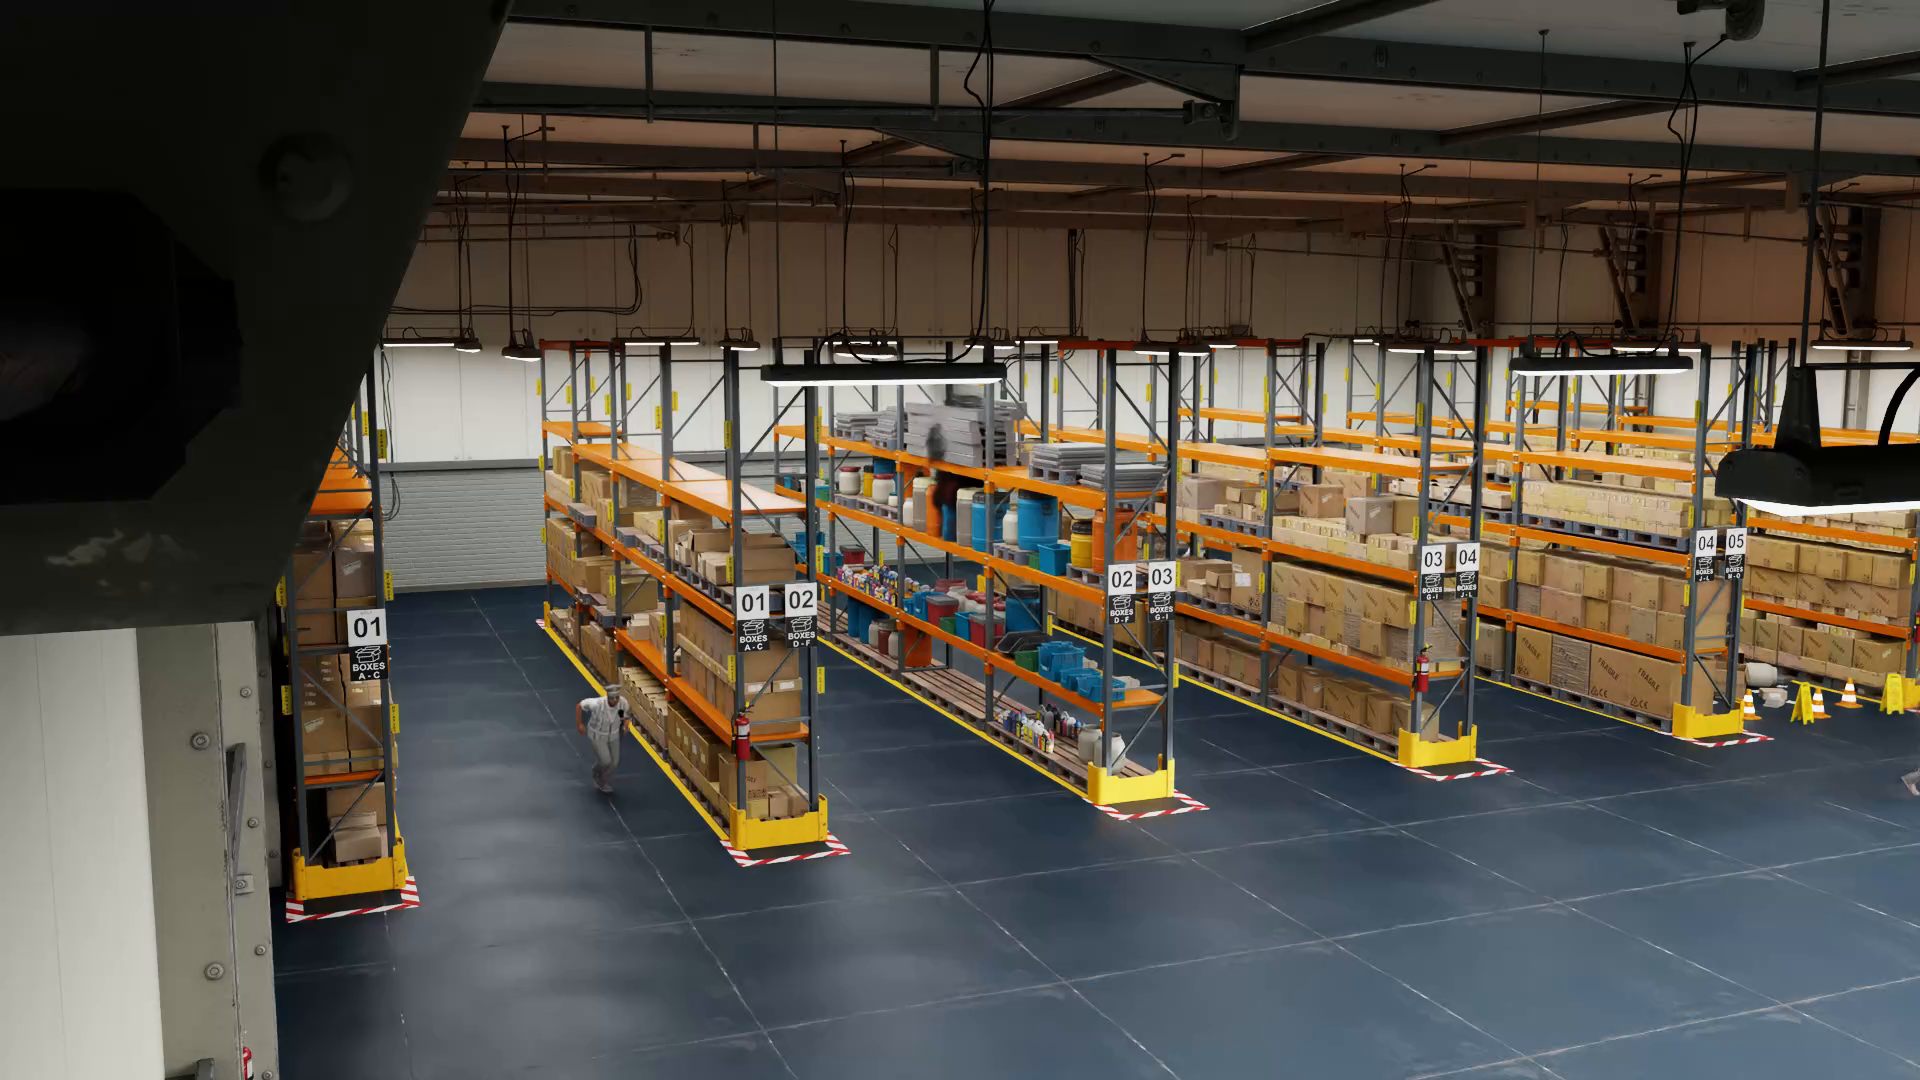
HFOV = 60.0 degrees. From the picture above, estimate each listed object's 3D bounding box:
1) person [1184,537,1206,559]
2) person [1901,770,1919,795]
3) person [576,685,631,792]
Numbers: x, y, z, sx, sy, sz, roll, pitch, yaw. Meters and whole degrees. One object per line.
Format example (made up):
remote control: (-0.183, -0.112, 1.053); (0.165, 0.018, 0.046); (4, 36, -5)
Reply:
person: (5.190, 0.740, 36.963); (0.635, 1.669, 0.763); (-3, 8, -24)
person: (12.982, 2.725, 21.957); (0.957, 1.615, 0.601); (2, 8, 12)
person: (-4.764, 2.671, 22.263); (0.694, 1.571, 0.883); (-5, 9, -34)
